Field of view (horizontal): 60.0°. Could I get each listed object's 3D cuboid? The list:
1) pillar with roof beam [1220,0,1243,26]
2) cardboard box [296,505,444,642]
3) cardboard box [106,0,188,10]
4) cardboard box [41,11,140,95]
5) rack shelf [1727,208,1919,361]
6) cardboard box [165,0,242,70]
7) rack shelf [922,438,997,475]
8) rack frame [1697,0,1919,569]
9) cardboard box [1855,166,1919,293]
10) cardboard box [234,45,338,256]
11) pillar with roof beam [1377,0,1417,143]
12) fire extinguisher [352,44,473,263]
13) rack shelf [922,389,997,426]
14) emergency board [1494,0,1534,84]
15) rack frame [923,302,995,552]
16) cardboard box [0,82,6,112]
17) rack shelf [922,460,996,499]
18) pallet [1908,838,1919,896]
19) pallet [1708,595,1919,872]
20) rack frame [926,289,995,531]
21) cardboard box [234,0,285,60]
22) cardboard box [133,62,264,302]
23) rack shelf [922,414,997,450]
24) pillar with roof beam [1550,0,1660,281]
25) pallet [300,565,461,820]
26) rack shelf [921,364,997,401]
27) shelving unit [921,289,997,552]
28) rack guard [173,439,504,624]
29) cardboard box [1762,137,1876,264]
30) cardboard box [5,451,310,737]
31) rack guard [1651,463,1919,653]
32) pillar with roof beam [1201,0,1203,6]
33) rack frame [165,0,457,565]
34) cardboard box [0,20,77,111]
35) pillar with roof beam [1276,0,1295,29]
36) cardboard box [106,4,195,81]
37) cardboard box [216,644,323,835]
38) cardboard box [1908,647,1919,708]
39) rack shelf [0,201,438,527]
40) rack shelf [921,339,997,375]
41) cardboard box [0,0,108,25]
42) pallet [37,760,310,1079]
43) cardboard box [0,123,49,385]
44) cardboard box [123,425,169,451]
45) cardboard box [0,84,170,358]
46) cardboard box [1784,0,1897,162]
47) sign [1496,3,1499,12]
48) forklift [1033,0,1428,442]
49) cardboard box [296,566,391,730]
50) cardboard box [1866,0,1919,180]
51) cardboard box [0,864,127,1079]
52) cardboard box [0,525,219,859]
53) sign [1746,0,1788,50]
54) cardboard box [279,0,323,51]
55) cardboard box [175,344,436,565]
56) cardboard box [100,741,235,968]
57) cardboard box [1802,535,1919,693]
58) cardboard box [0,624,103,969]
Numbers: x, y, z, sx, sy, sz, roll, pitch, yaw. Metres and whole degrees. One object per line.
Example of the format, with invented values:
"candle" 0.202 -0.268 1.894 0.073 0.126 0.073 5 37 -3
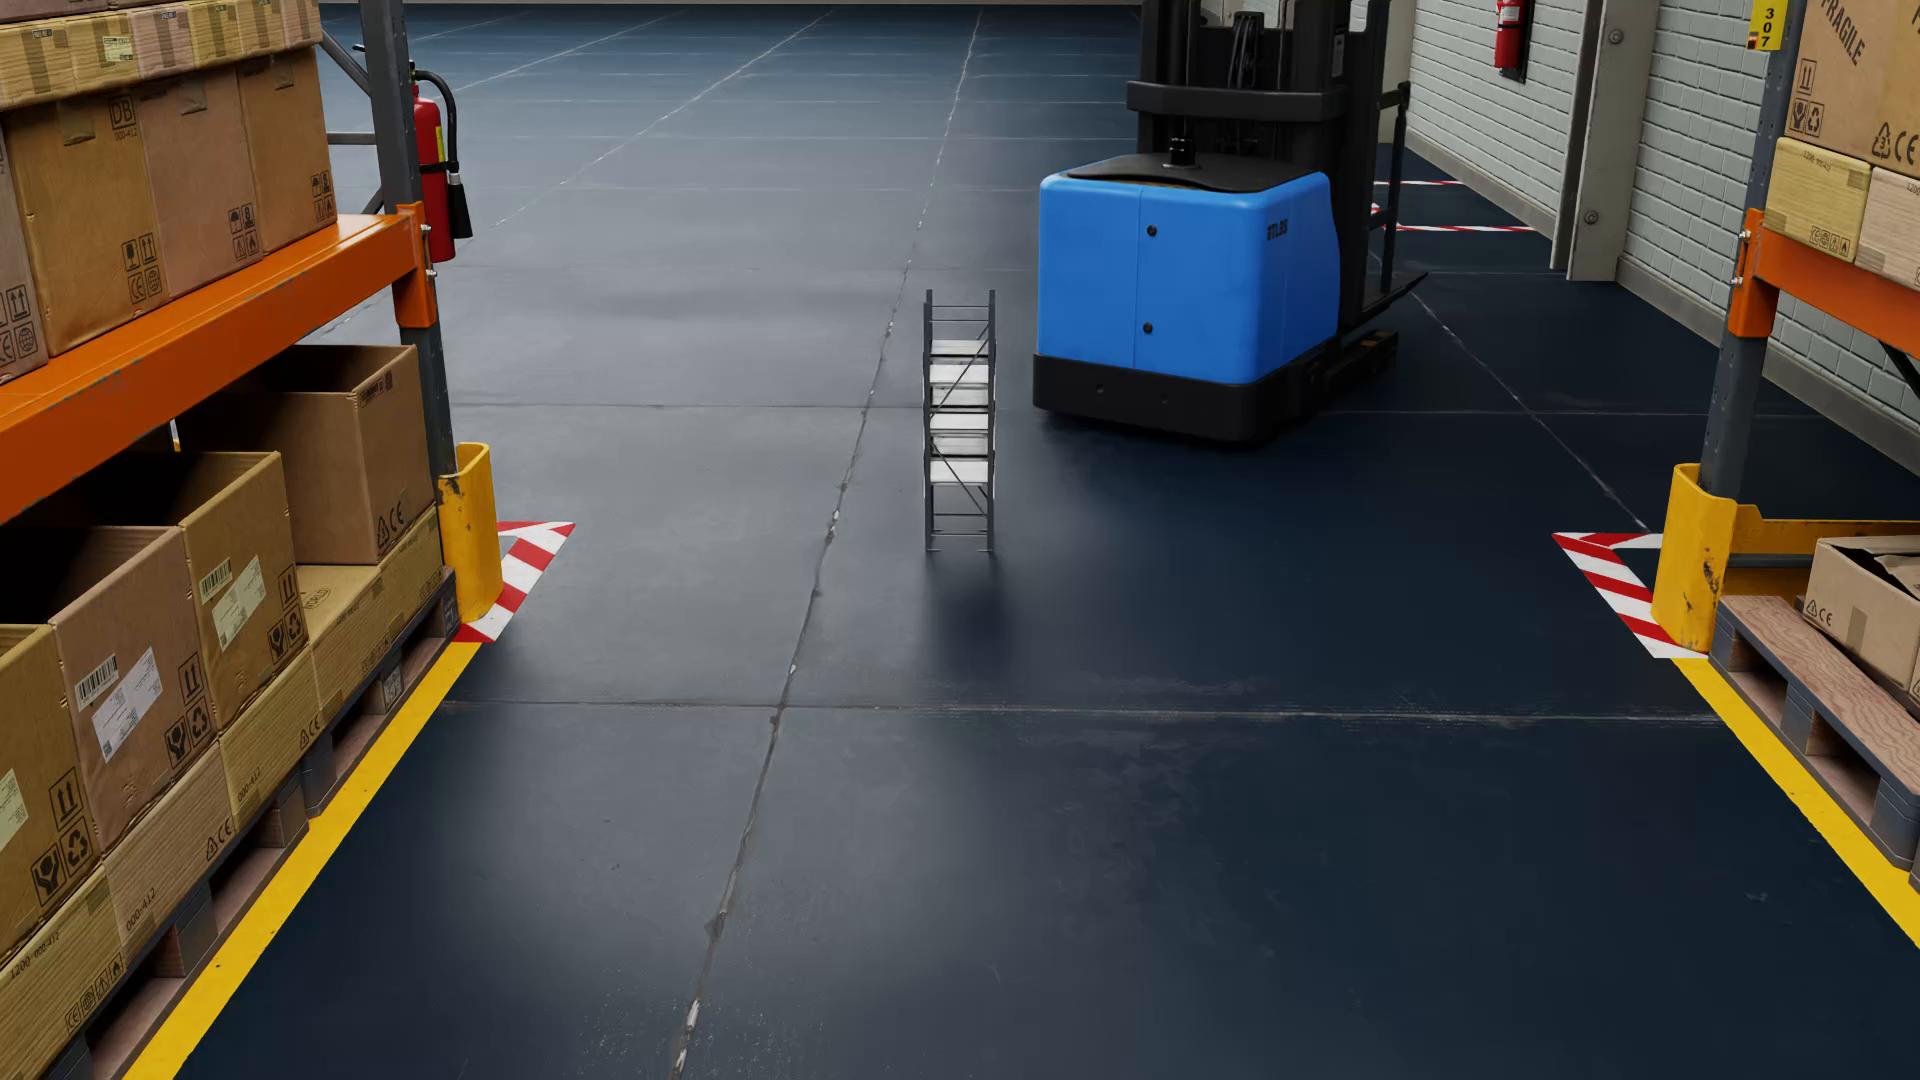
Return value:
"pillar with roof beam" 0.098 -12.394 25.532 9.100 9.000 0.400 1 21 2
"cardboard box" -1.845 0.095 4.857 0.500 0.250 0.500 1 21 2
"cardboard box" -2.163 -1.461 3.717 0.700 0.500 0.500 0 21 0
"cardboard box" -1.977 -1.024 3.486 0.380 0.149 0.250 1 21 3
"rack shelf" 2.767 -0.076 3.074 1.077 0.370 4.000 1 21 2
"cardboard box" -1.960 -1.210 3.965 0.380 0.149 0.250 0 21 1
"rack shelf" 0.000 -0.302 5.903 0.258 0.077 0.200 1 21 2
"rack frame" 2.827 -1.135 4.807 1.000 3.000 0.127 1 21 2
"cardboard box" 2.494 -0.713 3.901 0.500 0.250 0.500 0 21 0
"cardboard box" -2.151 -1.066 4.491 0.700 0.500 0.500 1 21 2
"pillar with roof beam" -0.267 -8.055 14.349 9.100 9.000 0.400 1 21 2
"fire extinguisher" -1.656 -1.190 5.055 0.296 0.674 0.183 1 21 2
"rack shelf" 0.000 -0.469 5.838 0.258 0.077 0.200 1 21 2
"emergency board" 3.966 -3.935 12.023 0.194 1.169 0.643 1 21 2
"rack frame" -0.003 -0.380 5.764 0.240 0.900 0.006 1 21 2
"cardboard box" -1.990 -0.836 3.002 0.380 0.149 0.250 0 21 1
"rack shelf" 0.000 -0.218 5.936 0.258 0.077 0.200 1 21 2
"pallet" 2.725 0.926 3.351 1.003 0.211 1.213 1 21 2
"pallet" 2.765 0.486 4.485 1.003 0.211 1.213 1 21 2
"rack frame" 0.003 -0.453 5.953 0.240 0.900 0.006 1 21 2
"cardboard box" -1.952 -1.302 4.203 0.380 0.149 0.250 1 21 3
"cardboard box" -2.162 -0.876 4.002 0.700 0.500 0.500 1 21 3
"rack shelf" 0.000 -0.386 5.871 0.258 0.077 0.200 1 21 2
"pillar with roof beam" -0.450 -5.886 8.758 9.100 9.000 0.400 1 21 2
"pallet" -2.106 0.389 4.735 1.003 0.211 1.213 1 21 2
"rack shelf" 0.000 -0.553 5.806 0.258 0.077 0.200 1 21 2
"shelving unit" 0.000 -0.417 5.859 0.258 0.900 0.210 1 21 2
"rack guard" -2.123 -0.031 5.419 1.175 0.500 0.348 1 21 2
"cardboard box" 2.495 -0.901 4.385 0.500 0.250 0.500 0 21 0
"cardboard box" -1.859 0.107 3.790 0.500 0.500 0.500 1 21 2
"rack guard" 2.825 0.058 5.189 1.175 0.500 0.348 1 21 2
"pillar with roof beam" 0.280 -14.563 31.123 9.100 9.000 0.400 1 21 2
"rack frame" -2.124 -1.188 4.944 1.000 3.000 0.127 1 21 2
"cardboard box" -1.983 -0.929 3.241 0.380 0.149 0.250 1 21 3
"pillar with roof beam" -0.085 -10.225 19.941 9.100 9.000 0.400 1 21 2
"cardboard box" -1.969 -1.119 3.731 0.380 0.149 0.250 1 21 2
"cardboard box" -1.862 0.457 3.925 0.500 0.250 0.500 1 21 2
"cardboard box" 2.699 0.369 4.041 0.500 0.311 0.500 2 21 6
"rack shelf" -2.185 -0.130 3.211 1.077 0.370 4.000 1 21 2
"rack shelf" 0.000 -0.637 5.773 0.258 0.077 0.200 1 21 2
"cardboard box" -2.178 -1.279 3.247 0.700 0.500 0.500 1 21 2
"pallet" -2.145 0.829 3.601 1.003 0.211 1.213 1 21 2
"cardboard box" -2.196 -0.506 3.049 0.700 0.500 0.500 1 21 3
"cardboard box" -2.376 -0.079 4.271 0.500 0.500 0.500 1 21 2
"cardboard box" -2.183 -0.697 3.539 0.700 0.500 0.500 1 21 2
"cardboard box" 2.512 -1.255 4.259 0.500 0.500 0.500 1 21 2
"sign" 4.086 -4.150 12.529 0.001 0.329 0.234 1 21 2
"forklift" 1.527 -2.257 7.794 1.130 2.935 3.031 13 25 29
"cardboard box" -1.848 0.276 4.391 0.500 0.250 0.500 1 21 2
"cardboard box" 2.487 -1.076 3.798 0.500 0.500 0.500 1 21 2
"cardboard box" -1.888 0.819 2.993 0.500 0.250 0.500 1 21 2
"cardboard box" -1.875 0.288 3.324 0.500 0.500 0.500 1 21 2
"sign" 2.285 -1.544 4.666 0.100 0.325 0.005 1 21 2
"cardboard box" -1.945 -1.397 4.447 0.380 0.149 0.250 0 21 1
"cardboard box" -1.843 -0.254 4.722 0.500 0.500 0.500 1 21 2
"cardboard box" -1.879 0.638 3.459 0.500 0.250 0.500 1 21 2
"cardboard box" 2.716 0.163 4.572 0.500 0.311 0.500 -2 21 -4
"cardboard box" -1.889 0.469 2.858 0.500 0.500 0.500 1 21 2
